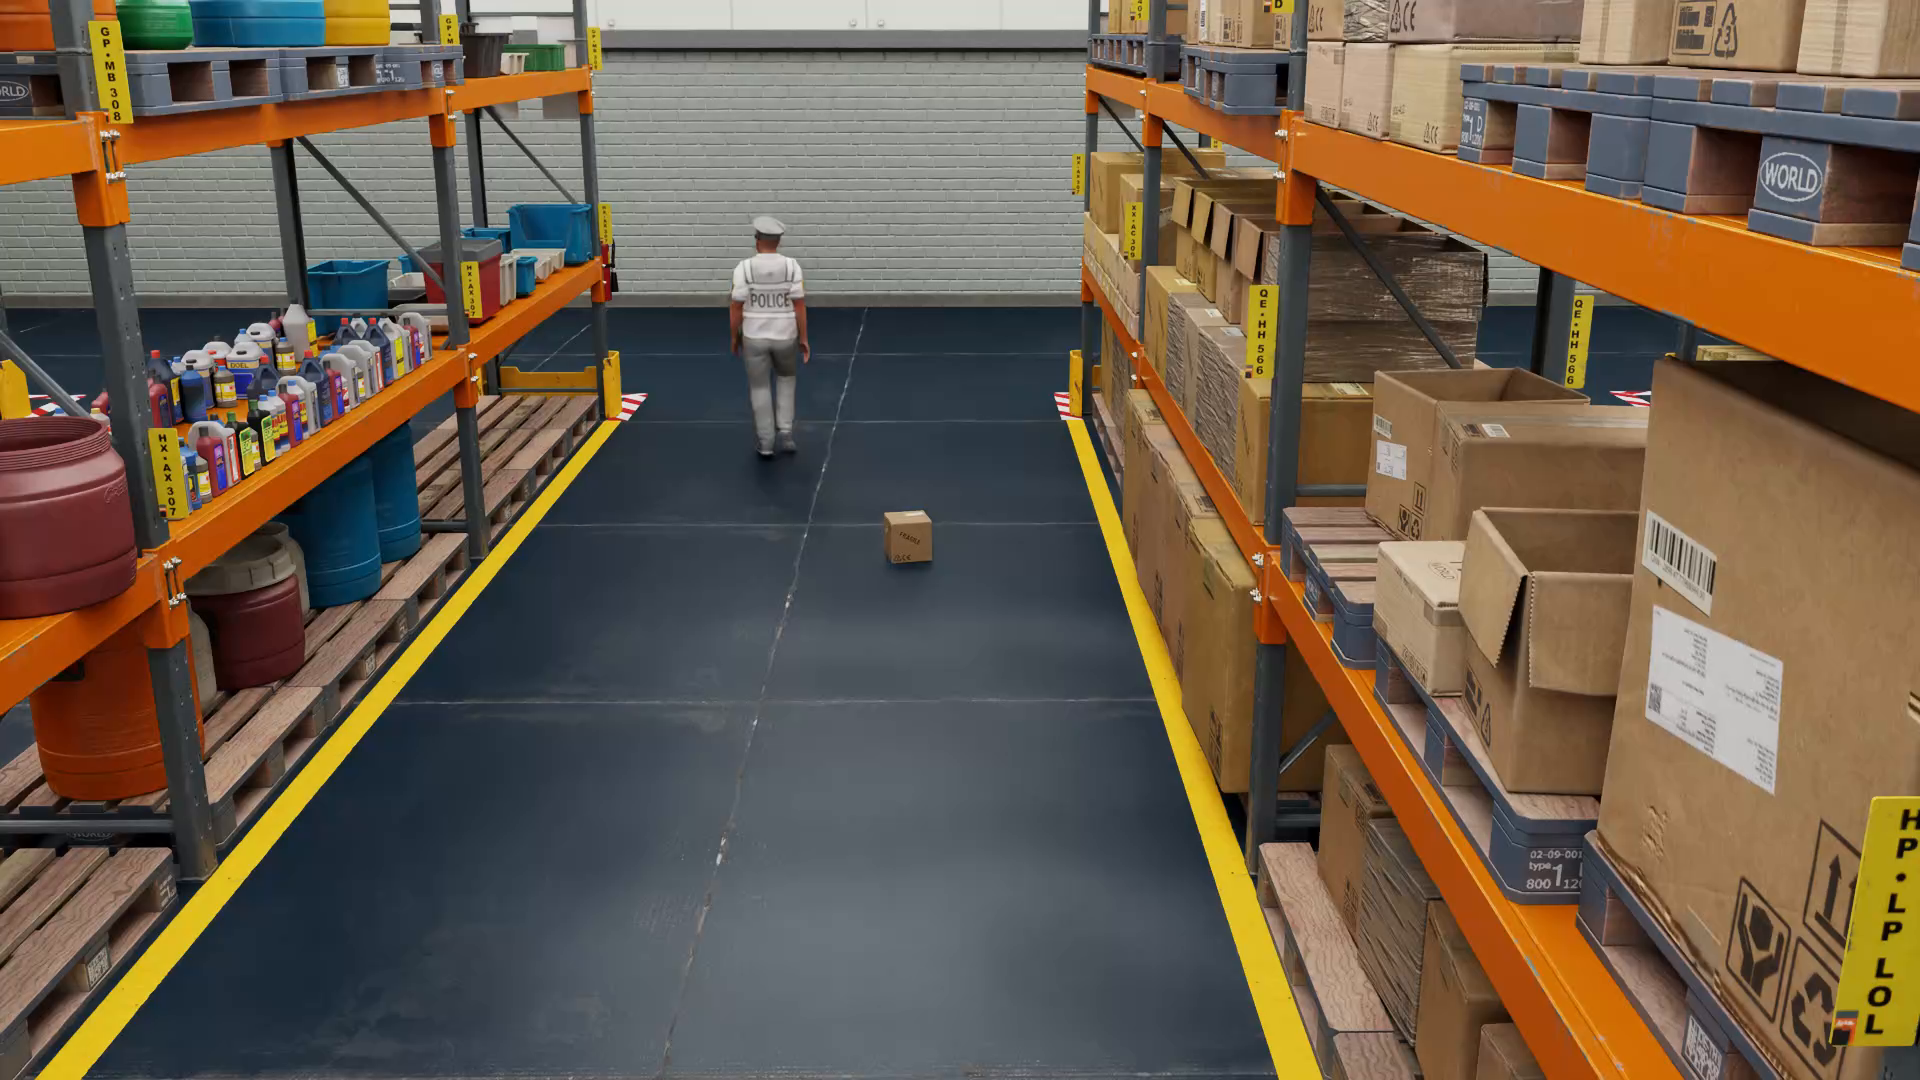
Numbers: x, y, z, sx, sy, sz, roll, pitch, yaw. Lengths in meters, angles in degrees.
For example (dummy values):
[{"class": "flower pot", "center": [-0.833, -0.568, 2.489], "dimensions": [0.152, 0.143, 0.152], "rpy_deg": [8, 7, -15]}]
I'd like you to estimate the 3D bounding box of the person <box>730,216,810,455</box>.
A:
[{"class": "person", "center": [-1.434, -1.497, 12.434], "dimensions": [0.573, 1.828, 0.487], "rpy_deg": [-5, 18, -15]}]
